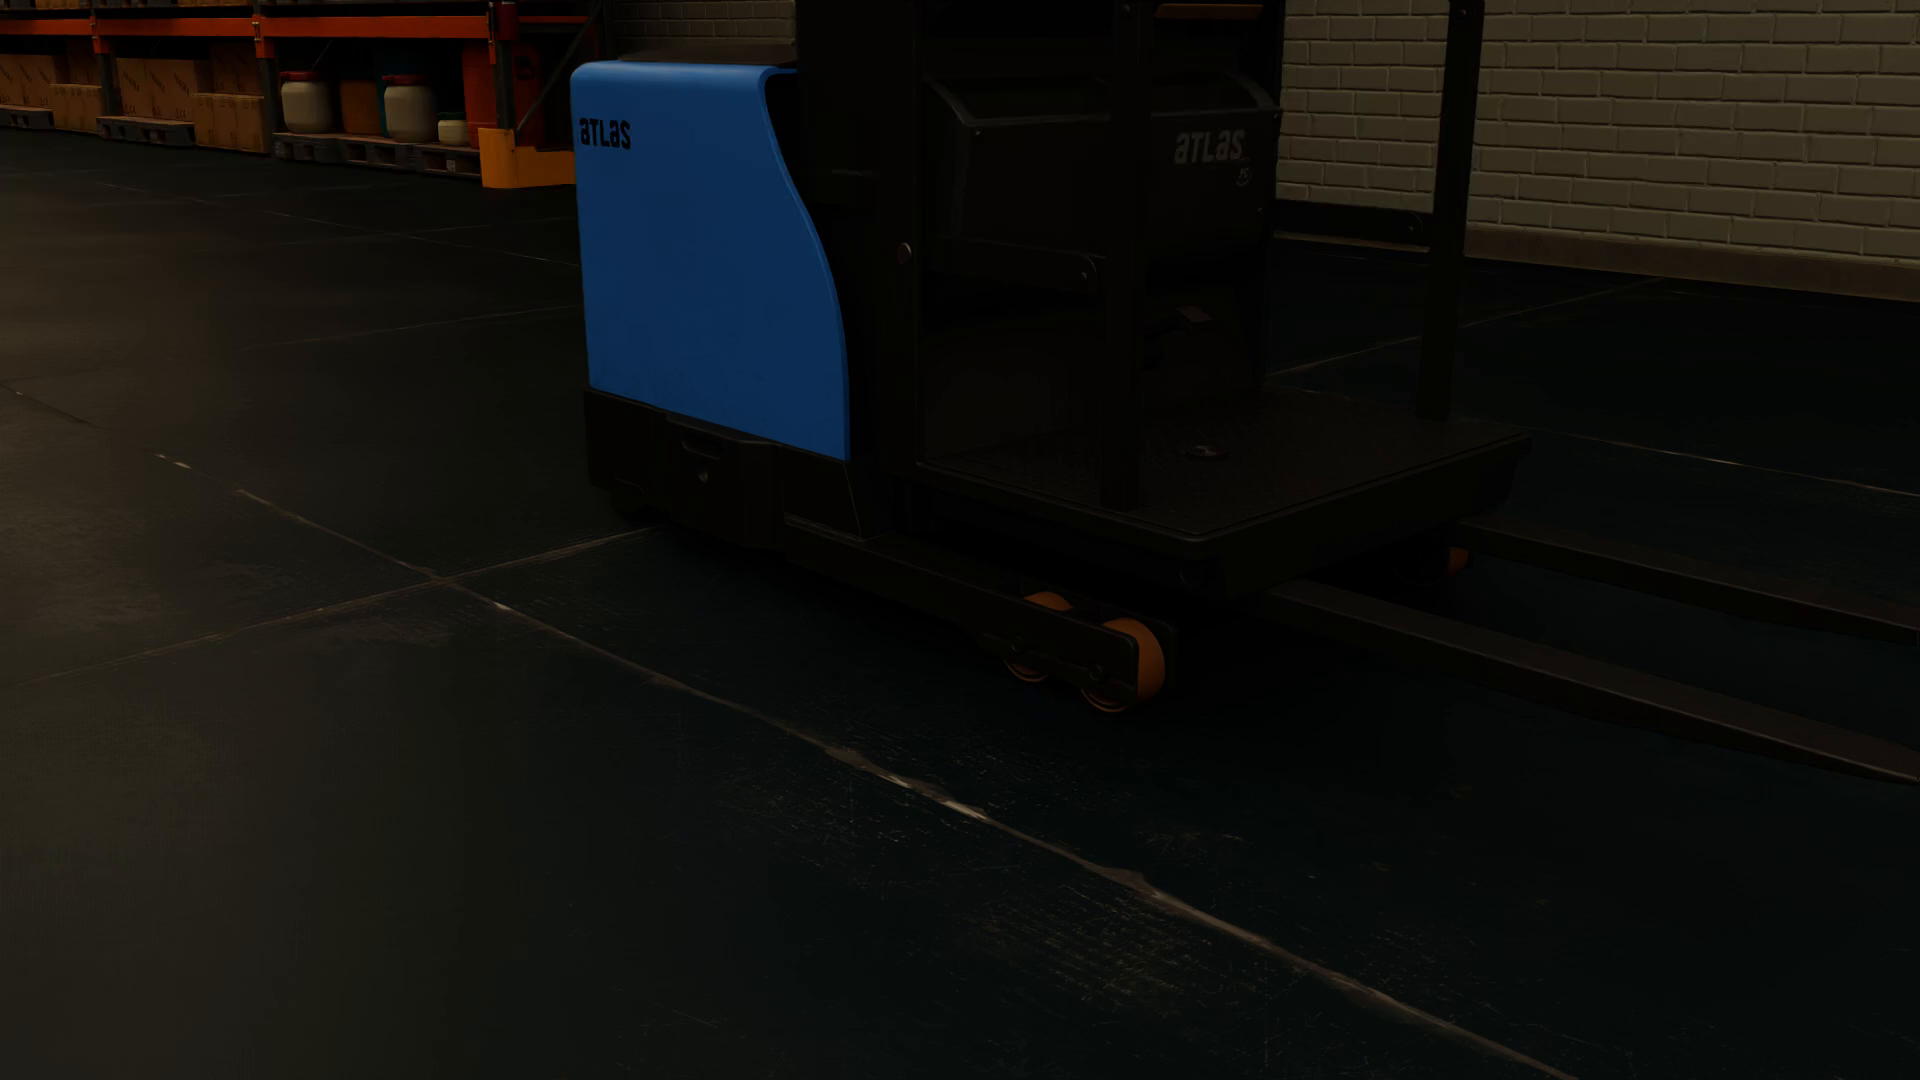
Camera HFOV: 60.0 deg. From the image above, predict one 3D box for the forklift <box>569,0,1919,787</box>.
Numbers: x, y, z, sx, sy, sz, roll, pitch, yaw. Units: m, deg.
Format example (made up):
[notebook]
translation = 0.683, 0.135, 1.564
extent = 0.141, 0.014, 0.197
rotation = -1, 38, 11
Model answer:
[forklift]
translation = 0.450, -1.268, 3.031
extent = 1.130, 2.935, 3.031
rotation = -15, 23, -41
